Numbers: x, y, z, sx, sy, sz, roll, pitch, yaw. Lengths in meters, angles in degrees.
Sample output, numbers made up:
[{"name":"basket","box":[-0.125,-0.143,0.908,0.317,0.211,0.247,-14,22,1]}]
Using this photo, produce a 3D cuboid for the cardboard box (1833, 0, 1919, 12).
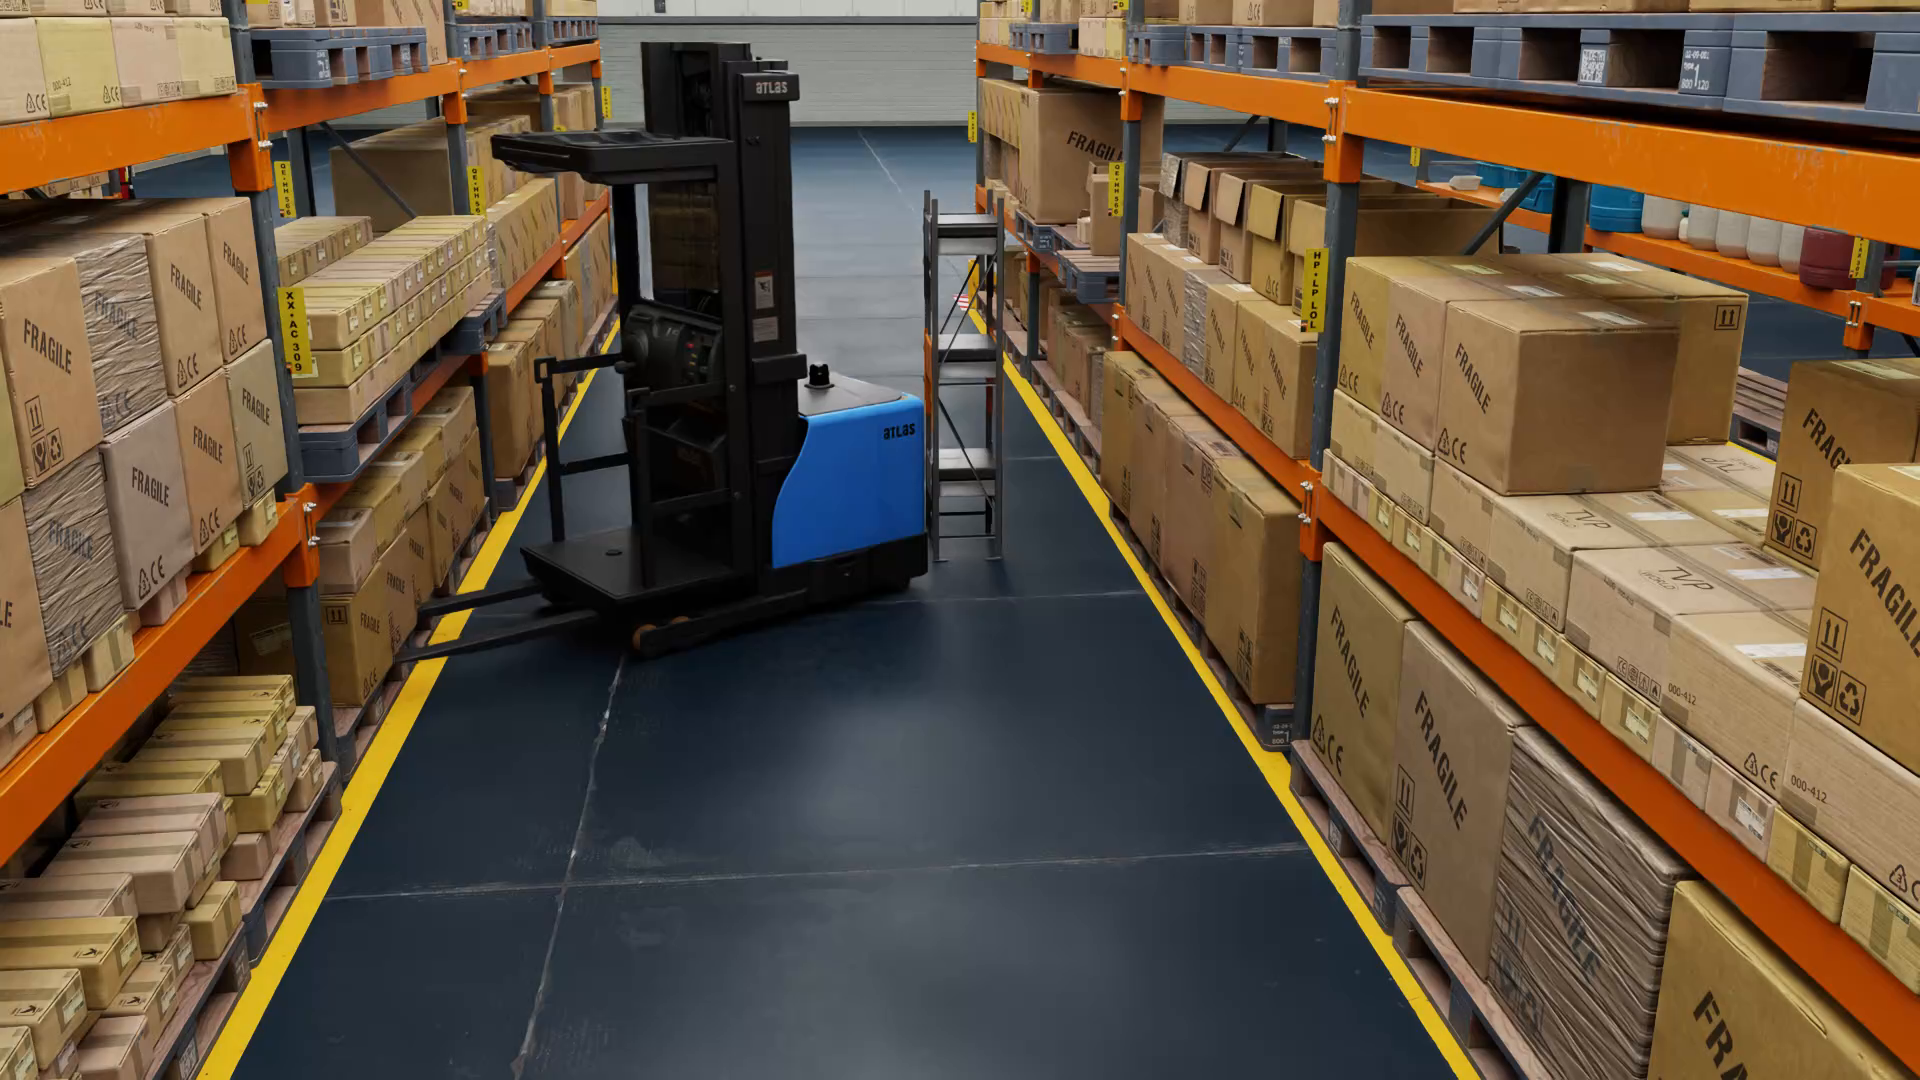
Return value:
[{"name":"cardboard box","box":[2.285,-1.332,3.370,0.700,0.500,0.500,-2,18,-8]}]

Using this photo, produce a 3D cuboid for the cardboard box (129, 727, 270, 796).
[{"name":"cardboard box","box":[-2.633,0.773,5.771,0.380,0.149,0.250,-2,18,-6]}]

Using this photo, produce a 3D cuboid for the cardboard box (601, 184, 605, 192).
[{"name":"cardboard box","box":[-4.181,-3.887,17.300,0.875,0.550,0.550,-2,18,-6]}]

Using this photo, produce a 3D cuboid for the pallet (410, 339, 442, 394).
[{"name":"pallet","box":[-3.194,-0.861,8.232,1.003,0.211,1.213,-2,18,-6]}]

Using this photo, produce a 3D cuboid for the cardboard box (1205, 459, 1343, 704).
[{"name":"cardboard box","box":[1.831,0.151,7.535,1.225,0.875,0.875,-2,18,-5]}]

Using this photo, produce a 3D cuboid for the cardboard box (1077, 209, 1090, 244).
[{"name":"cardboard box","box":[1.064,-2.289,11.983,0.396,0.266,0.258,-2,18,-7]}]

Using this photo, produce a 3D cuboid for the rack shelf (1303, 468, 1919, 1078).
[{"name":"rack shelf","box":[2.123,0.467,4.884,1.077,0.370,4.000,-2,18,-6]}]

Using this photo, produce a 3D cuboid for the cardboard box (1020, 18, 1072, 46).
[{"name":"cardboard box","box":[0.785,-4.343,14.246,0.500,0.250,0.500,-1,17,-4]}]

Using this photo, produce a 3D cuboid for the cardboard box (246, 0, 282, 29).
[{"name":"cardboard box","box":[-2.957,-2.145,6.125,0.700,0.500,0.500,-2,18,-6]}]

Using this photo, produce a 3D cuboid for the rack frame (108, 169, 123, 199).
[{"name":"rack frame","box":[-9.178,-3.742,17.087,1.000,3.000,0.127,-2,18,-6]}]

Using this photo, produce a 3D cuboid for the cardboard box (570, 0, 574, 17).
[{"name":"cardboard box","box":[-3.685,-4.790,14.972,0.380,0.149,0.250,-2,18,-6]}]

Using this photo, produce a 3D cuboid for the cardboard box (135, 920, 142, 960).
[{"name":"cardboard box","box":[-2.626,1.226,4.824,0.380,0.149,0.250,-1,17,-3]}]

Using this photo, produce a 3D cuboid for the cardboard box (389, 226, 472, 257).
[{"name":"cardboard box","box":[-2.882,-1.621,9.056,0.380,0.149,0.250,-1,17,-4]}]

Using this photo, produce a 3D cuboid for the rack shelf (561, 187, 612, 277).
[{"name":"rack shelf","box":[-4.058,-2.985,15.880,1.077,0.370,4.000,-2,18,-6]}]

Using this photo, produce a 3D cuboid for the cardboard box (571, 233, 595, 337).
[{"name":"cardboard box","box":[-3.944,-2.377,15.588,0.875,0.875,0.875,-2,18,-5]}]

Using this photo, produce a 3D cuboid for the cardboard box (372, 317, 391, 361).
[{"name":"cardboard box","box":[-2.666,-0.857,7.122,0.380,0.149,0.250,-1,17,-4]}]

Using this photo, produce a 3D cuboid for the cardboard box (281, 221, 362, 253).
[{"name":"cardboard box","box":[-3.554,-1.682,9.251,0.380,0.149,0.250,-2,18,-7]}]

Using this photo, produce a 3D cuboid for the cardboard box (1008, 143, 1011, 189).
[{"name":"cardboard box","box":[0.928,-3.628,16.061,0.875,0.500,0.500,-2,18,-6]}]

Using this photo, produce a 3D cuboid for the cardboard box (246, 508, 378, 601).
[{"name":"cardboard box","box":[-2.840,0.057,7.208,0.500,0.250,0.500,-3,18,-8]}]

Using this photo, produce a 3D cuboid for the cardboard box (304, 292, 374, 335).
[{"name":"cardboard box","box":[-2.645,-0.928,6.851,0.380,0.149,0.250,-1,17,-4]}]

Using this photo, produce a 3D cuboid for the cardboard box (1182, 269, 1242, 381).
[{"name":"cardboard box","box":[1.445,-1.104,8.517,0.500,0.500,0.500,-2,18,-5]}]

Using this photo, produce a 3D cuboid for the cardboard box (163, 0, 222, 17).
[{"name":"cardboard box","box":[-2.726,-1.818,5.367,0.500,0.250,0.500,-3,18,-8]}]

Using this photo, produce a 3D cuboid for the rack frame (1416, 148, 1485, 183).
[{"name":"rack frame","box":[5.606,-4.201,18.550,1.000,3.000,0.127,-2,18,-6]}]

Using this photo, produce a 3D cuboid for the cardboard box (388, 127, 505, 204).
[{"name":"cardboard box","box":[-3.637,-2.656,11.792,0.700,0.500,0.500,-2,18,-6]}]

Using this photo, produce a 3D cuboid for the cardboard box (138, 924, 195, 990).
[{"name":"cardboard box","box":[-2.581,1.305,5.071,0.380,0.149,0.250,-1,17,-5]}]

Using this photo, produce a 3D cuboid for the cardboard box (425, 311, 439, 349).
[{"name":"cardboard box","box":[-2.773,-1.025,8.154,0.380,0.149,0.250,-3,18,-8]}]

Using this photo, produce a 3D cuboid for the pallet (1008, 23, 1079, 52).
[{"name":"pallet","box":[1.050,-4.010,13.249,1.213,0.211,1.003,-2,18,-6]}]

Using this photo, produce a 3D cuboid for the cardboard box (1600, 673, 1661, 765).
[{"name":"cardboard box","box":[1.859,0.439,4.190,0.380,0.149,0.250,-2,18,-7]}]

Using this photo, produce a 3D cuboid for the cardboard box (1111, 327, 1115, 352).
[{"name":"cardboard box","box":[1.341,-1.396,11.802,0.500,0.250,0.500,0,17,1]}]

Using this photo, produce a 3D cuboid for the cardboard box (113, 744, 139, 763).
[{"name":"cardboard box","box":[-3.192,0.859,5.995,0.380,0.149,0.250,-2,18,-5]}]

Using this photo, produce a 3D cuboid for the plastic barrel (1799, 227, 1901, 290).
[{"name":"plastic barrel","box":[6.082,-2.011,11.348,0.600,0.536,0.708,-2,18,-6]}]

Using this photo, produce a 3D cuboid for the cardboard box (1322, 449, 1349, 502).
[{"name":"cardboard box","box":[1.617,-0.254,6.398,0.380,0.149,0.250,-2,18,-6]}]

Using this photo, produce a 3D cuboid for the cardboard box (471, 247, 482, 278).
[{"name":"cardboard box","box":[-2.906,-1.551,9.331,0.380,0.149,0.250,-1,17,-4]}]

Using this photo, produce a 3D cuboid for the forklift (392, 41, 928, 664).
[{"name":"forklift","box":[-1.644,-0.986,8.424,3.031,2.935,1.130,-14,22,-37]}]

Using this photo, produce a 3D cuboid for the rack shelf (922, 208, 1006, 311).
[{"name":"rack shelf","box":[0.017,-1.607,9.500,0.431,0.518,0.480,-2,18,-6]}]

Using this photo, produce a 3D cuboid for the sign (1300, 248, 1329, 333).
[{"name":"sign","box":[1.378,-0.967,6.450,0.100,0.325,0.005,-2,18,-6]}]

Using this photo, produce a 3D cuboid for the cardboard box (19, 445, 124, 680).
[{"name":"cardboard box","box":[-2.563,0.054,4.334,0.500,0.500,0.500,-2,18,-7]}]

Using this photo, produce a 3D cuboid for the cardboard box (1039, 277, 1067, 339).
[{"name":"cardboard box","box":[1.024,-2.155,15.504,0.500,0.500,0.500,4,18,12]}]

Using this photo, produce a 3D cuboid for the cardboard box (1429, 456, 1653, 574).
[{"name":"cardboard box","box":[1.810,-0.092,5.217,0.500,0.250,0.500,-1,17,-4]}]

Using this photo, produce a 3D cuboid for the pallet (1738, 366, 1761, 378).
[{"name":"pallet","box":[6.138,-1.446,14.430,1.003,0.211,1.213,-2,18,-6]}]

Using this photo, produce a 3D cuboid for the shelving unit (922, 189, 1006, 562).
[{"name":"shelving unit","box":[0.017,-0.952,9.705,0.431,2.100,0.503,-2,18,-6]}]

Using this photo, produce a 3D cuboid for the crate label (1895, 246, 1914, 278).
[{"name":"crate label","box":[6.598,-2.138,11.922,0.502,0.435,0.616,-2,18,-6]}]

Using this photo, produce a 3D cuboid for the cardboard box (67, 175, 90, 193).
[{"name":"cardboard box","box":[-8.801,-3.629,16.064,0.500,0.500,0.500,-2,18,-6]}]

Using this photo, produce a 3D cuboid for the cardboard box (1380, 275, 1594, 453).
[{"name":"cardboard box","box":[1.755,-0.603,5.592,0.500,0.500,0.500,-2,18,-6]}]

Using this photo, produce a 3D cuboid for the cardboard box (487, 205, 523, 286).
[{"name":"cardboard box","box":[-3.324,-2.033,11.476,0.500,0.500,0.500,-2,18,-6]}]

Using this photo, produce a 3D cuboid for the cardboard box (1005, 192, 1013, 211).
[{"name":"cardboard box","box":[0.637,-3.238,15.904,0.380,0.149,0.250,-2,18,-6]}]

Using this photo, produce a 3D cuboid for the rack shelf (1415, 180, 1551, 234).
[{"name":"rack shelf","box":[5.812,-3.262,16.759,1.077,0.370,4.000,-2,18,-6]}]

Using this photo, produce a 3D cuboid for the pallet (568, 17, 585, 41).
[{"name":"pallet","box":[-4.049,-4.728,15.371,1.003,0.211,1.213,-2,18,-6]}]

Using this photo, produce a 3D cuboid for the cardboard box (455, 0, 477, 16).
[{"name":"cardboard box","box":[-3.295,-3.400,10.273,0.500,0.311,0.500,-2,18,-6]}]

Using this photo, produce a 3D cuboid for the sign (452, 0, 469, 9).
[{"name":"sign","box":[-2.899,-3.235,9.603,0.100,0.325,0.005,-2,18,-6]}]

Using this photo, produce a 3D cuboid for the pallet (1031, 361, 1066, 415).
[{"name":"pallet","box":[1.174,-1.294,13.945,1.003,0.211,1.213,-2,18,-6]}]

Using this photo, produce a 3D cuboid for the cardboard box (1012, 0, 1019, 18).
[{"name":"cardboard box","box":[0.668,-4.730,14.811,0.380,0.149,0.250,-2,18,-7]}]

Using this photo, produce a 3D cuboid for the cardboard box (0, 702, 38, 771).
[{"name":"cardboard box","box":[-2.527,0.470,4.091,0.380,0.149,0.250,-2,18,-7]}]

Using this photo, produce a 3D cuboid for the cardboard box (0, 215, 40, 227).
[{"name":"cardboard box","box":[-3.154,-0.720,5.130,0.500,0.500,0.500,-2,18,-7]}]
